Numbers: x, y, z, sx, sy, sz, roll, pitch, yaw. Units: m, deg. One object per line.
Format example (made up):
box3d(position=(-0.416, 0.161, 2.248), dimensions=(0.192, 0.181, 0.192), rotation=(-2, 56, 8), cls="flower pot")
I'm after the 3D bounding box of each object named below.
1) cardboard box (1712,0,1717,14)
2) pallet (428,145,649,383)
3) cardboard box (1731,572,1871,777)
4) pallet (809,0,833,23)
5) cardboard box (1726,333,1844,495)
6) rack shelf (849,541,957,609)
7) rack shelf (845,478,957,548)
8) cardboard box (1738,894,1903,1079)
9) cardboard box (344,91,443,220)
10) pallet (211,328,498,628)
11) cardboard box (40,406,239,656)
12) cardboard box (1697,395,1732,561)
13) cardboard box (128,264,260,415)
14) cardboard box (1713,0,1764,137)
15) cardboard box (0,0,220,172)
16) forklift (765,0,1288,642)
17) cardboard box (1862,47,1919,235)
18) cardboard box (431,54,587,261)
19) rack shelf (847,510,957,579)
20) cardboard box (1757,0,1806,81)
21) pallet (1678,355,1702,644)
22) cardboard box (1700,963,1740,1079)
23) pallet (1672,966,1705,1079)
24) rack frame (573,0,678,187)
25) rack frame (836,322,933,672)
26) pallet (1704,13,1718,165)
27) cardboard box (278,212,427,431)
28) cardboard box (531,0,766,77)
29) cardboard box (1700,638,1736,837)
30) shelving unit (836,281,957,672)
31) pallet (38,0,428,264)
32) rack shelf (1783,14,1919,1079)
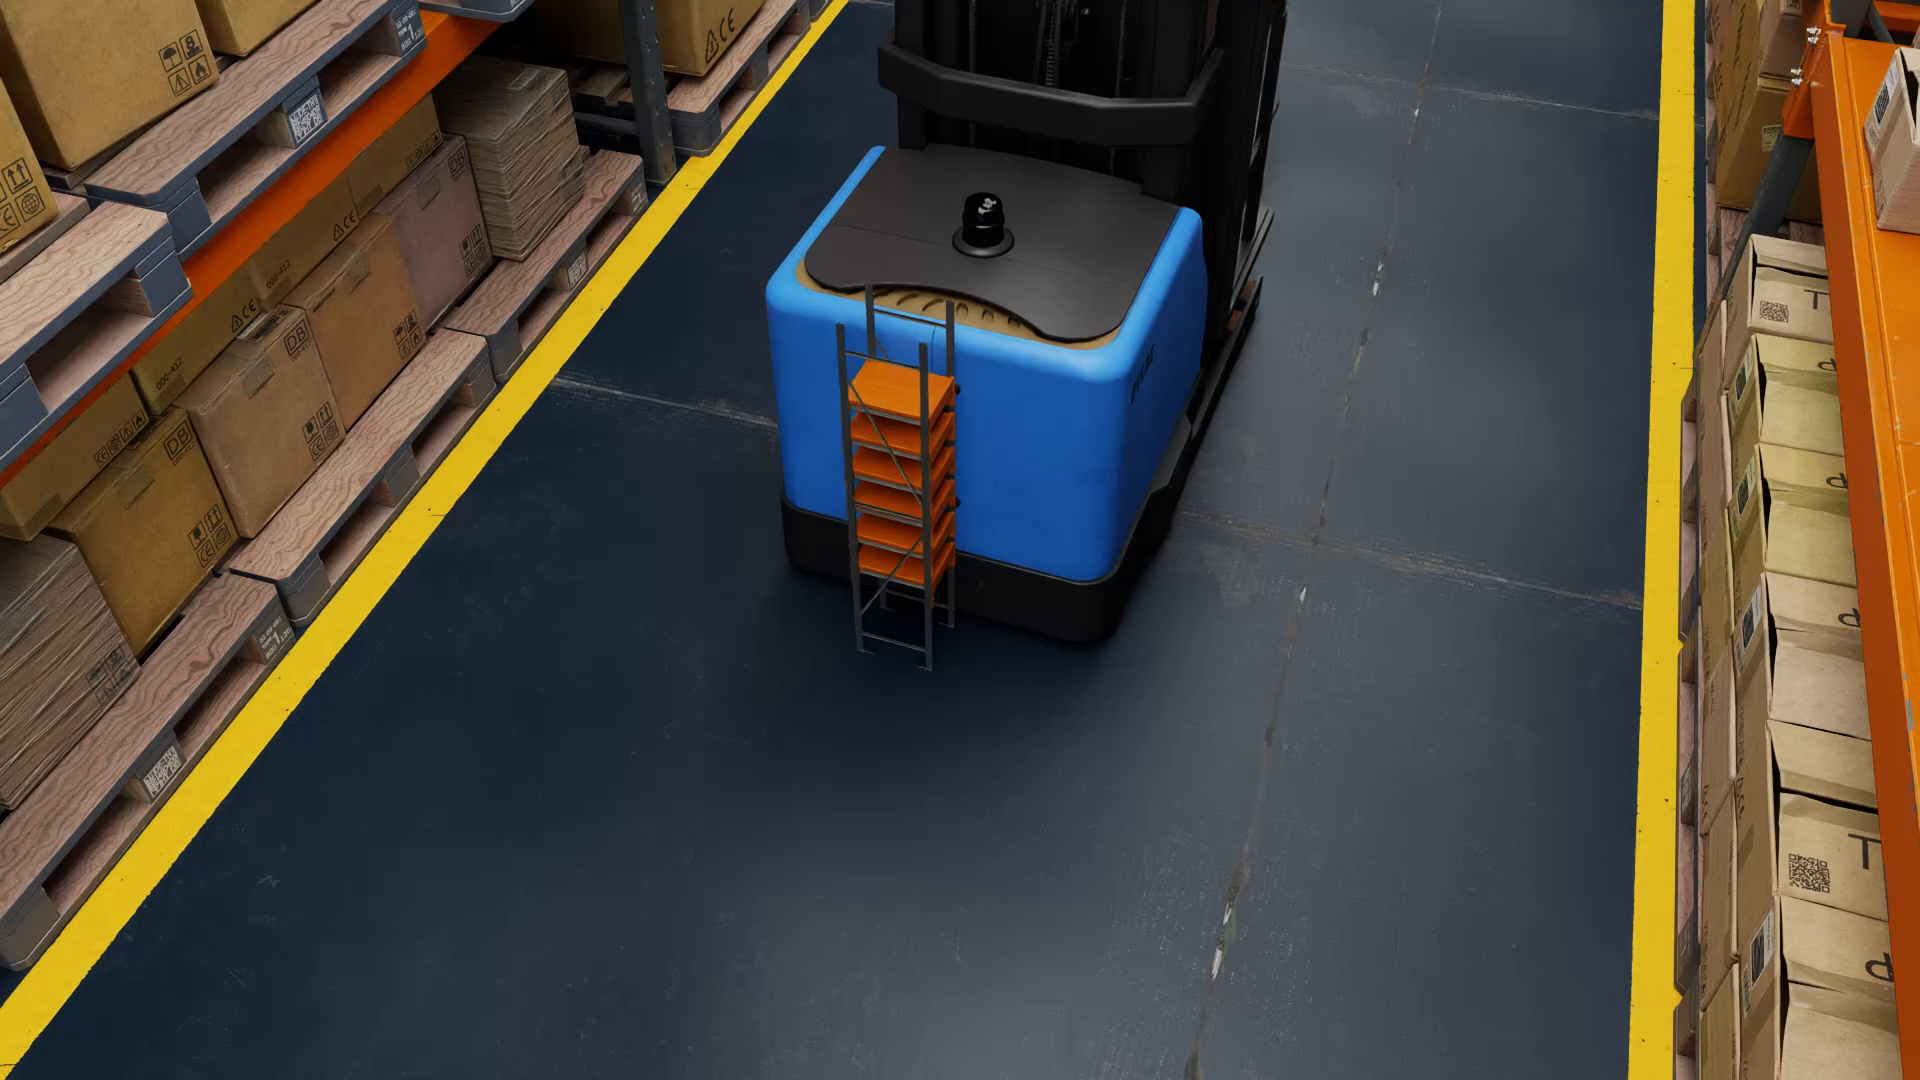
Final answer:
box3d(position=(3.598, -2.564, 7.199), dimensions=(0.500, 0.500, 0.500), rotation=(13, 46, 13), cls="cardboard box")
box3d(position=(-1.886, -1.124, 6.248), dimensions=(1.003, 0.211, 1.213), rotation=(13, 46, 13), cls="pallet")
box3d(position=(2.173, 0.359, 4.003), dimensions=(0.500, 0.311, 0.500), rotation=(12, 46, 12), cls="cardboard box")
box3d(position=(-0.966, -2.965, 8.129), dimensions=(1.003, 0.211, 1.213), rotation=(13, 46, 13), cls="pallet")
box3d(position=(2.485, -0.323, 4.701), dimensions=(0.500, 0.311, 0.500), rotation=(11, 46, 12), cls="cardboard box")
box3d(position=(-0.160, 0.069, 4.728), dimensions=(0.258, 0.103, 0.180), rotation=(15, 46, 14), cls="rack shelf")
box3d(position=(-0.160, -0.102, 4.560), dimensions=(0.258, 0.103, 0.180), rotation=(15, 46, 14), cls="rack shelf")
box3d(position=(1.864, 1.025, 3.322), dimensions=(0.500, 0.311, 0.500), rotation=(14, 46, 14), cls="cardboard box")
box3d(position=(-2.048, -1.315, 5.386), dimensions=(0.500, 0.250, 0.500), rotation=(13, 46, 13), cls="cardboard box")
box3d(position=(-2.257, -0.314, 5.419), dimensions=(1.003, 0.211, 1.213), rotation=(13, 46, 13), cls="pallet")
box3d(position=(-2.543, -0.088, 4.668), dimensions=(0.700, 0.500, 0.500), rotation=(12, 46, 12), cls="cardboard box")
box3d(position=(2.485, -0.140, 4.914), dimensions=(0.500, 0.250, 0.500), rotation=(11, 46, 11), cls="cardboard box")
box3d(position=(-2.368, -0.643, 4.699), dimensions=(0.500, 0.250, 0.500), rotation=(11, 46, 11), cls="cardboard box")
box3d(position=(3.291, -1.876, 6.495), dimensions=(0.500, 0.500, 0.500), rotation=(11, 45, 11), cls="cardboard box")
box3d(position=(-2.327, -1.317, 4.065), dimensions=(0.700, 0.500, 0.500), rotation=(19, 47, 18), cls="cardboard box")
box3d(position=(0.453, -1.798, 4.992), dimensions=(1.130, 2.935, 3.031), rotation=(15, 46, 14), cls="forklift")
box3d(position=(2.619, -1.008, 4.199), dimensions=(0.500, 0.311, 0.500), rotation=(12, 46, 12), cls="cardboard box")
box3d(position=(-1.816, -1.414, 6.023), dimensions=(0.700, 0.500, 0.500), rotation=(13, 46, 13), cls="cardboard box")
box3d(position=(-0.160, -0.017, 4.644), dimensions=(0.258, 0.103, 0.180), rotation=(15, 46, 14), cls="rack shelf")
box3d(position=(3.147, -1.838, 5.920), dimensions=(0.500, 0.250, 0.500), rotation=(14, 46, 14), cls="cardboard box")
box3d(position=(2.788, -0.057, 5.158), dimensions=(1.003, 0.211, 1.213), rotation=(13, 46, 13), cls="pallet")
box3d(position=(1.867, 1.230, 3.514), dimensions=(0.500, 0.250, 0.500), rotation=(12, 46, 12), cls="cardboard box")
box3d(position=(2.049, 1.569, 3.496), dimensions=(1.003, 0.211, 1.213), rotation=(13, 46, 13), cls="pallet")
box3d(position=(-1.648, -2.641, 5.804), dimensions=(1.000, 3.000, 0.127), rotation=(13, 46, 13), cls="rack frame")
box3d(position=(-0.192, -0.074, 4.468), dimensions=(0.240, 1.200, 0.006), rotation=(15, 46, 14), cls="rack frame")
box3d(position=(3.708, -1.898, 7.039), dimensions=(1.003, 0.211, 1.213), rotation=(13, 46, 13), cls="pallet")
box3d(position=(-2.206, -0.758, 5.353), dimensions=(0.700, 0.500, 0.500), rotation=(12, 46, 12), cls="cardboard box")
box3d(position=(-1.300, -2.485, 6.882), dimensions=(0.750, 0.750, 0.750), rotation=(12, 46, 12), cls="cardboard box")
box3d(position=(2.177, 0.550, 4.209), dimensions=(0.500, 0.250, 0.500), rotation=(13, 46, 13), cls="cardboard box")
box3d(position=(-0.160, -0.134, 4.529), dimensions=(0.258, 1.200, 0.189), rotation=(15, 46, 14), cls="shelving unit")
box3d(position=(-2.208, -1.245, 4.514), dimensions=(1.003, 0.211, 1.213), rotation=(13, 46, 13), cls="pallet")
box3d(position=(2.469, -0.004, 3.624), dimensions=(1.077, 0.370, 4.000), rotation=(13, 46, 13), cls="rack shelf")
